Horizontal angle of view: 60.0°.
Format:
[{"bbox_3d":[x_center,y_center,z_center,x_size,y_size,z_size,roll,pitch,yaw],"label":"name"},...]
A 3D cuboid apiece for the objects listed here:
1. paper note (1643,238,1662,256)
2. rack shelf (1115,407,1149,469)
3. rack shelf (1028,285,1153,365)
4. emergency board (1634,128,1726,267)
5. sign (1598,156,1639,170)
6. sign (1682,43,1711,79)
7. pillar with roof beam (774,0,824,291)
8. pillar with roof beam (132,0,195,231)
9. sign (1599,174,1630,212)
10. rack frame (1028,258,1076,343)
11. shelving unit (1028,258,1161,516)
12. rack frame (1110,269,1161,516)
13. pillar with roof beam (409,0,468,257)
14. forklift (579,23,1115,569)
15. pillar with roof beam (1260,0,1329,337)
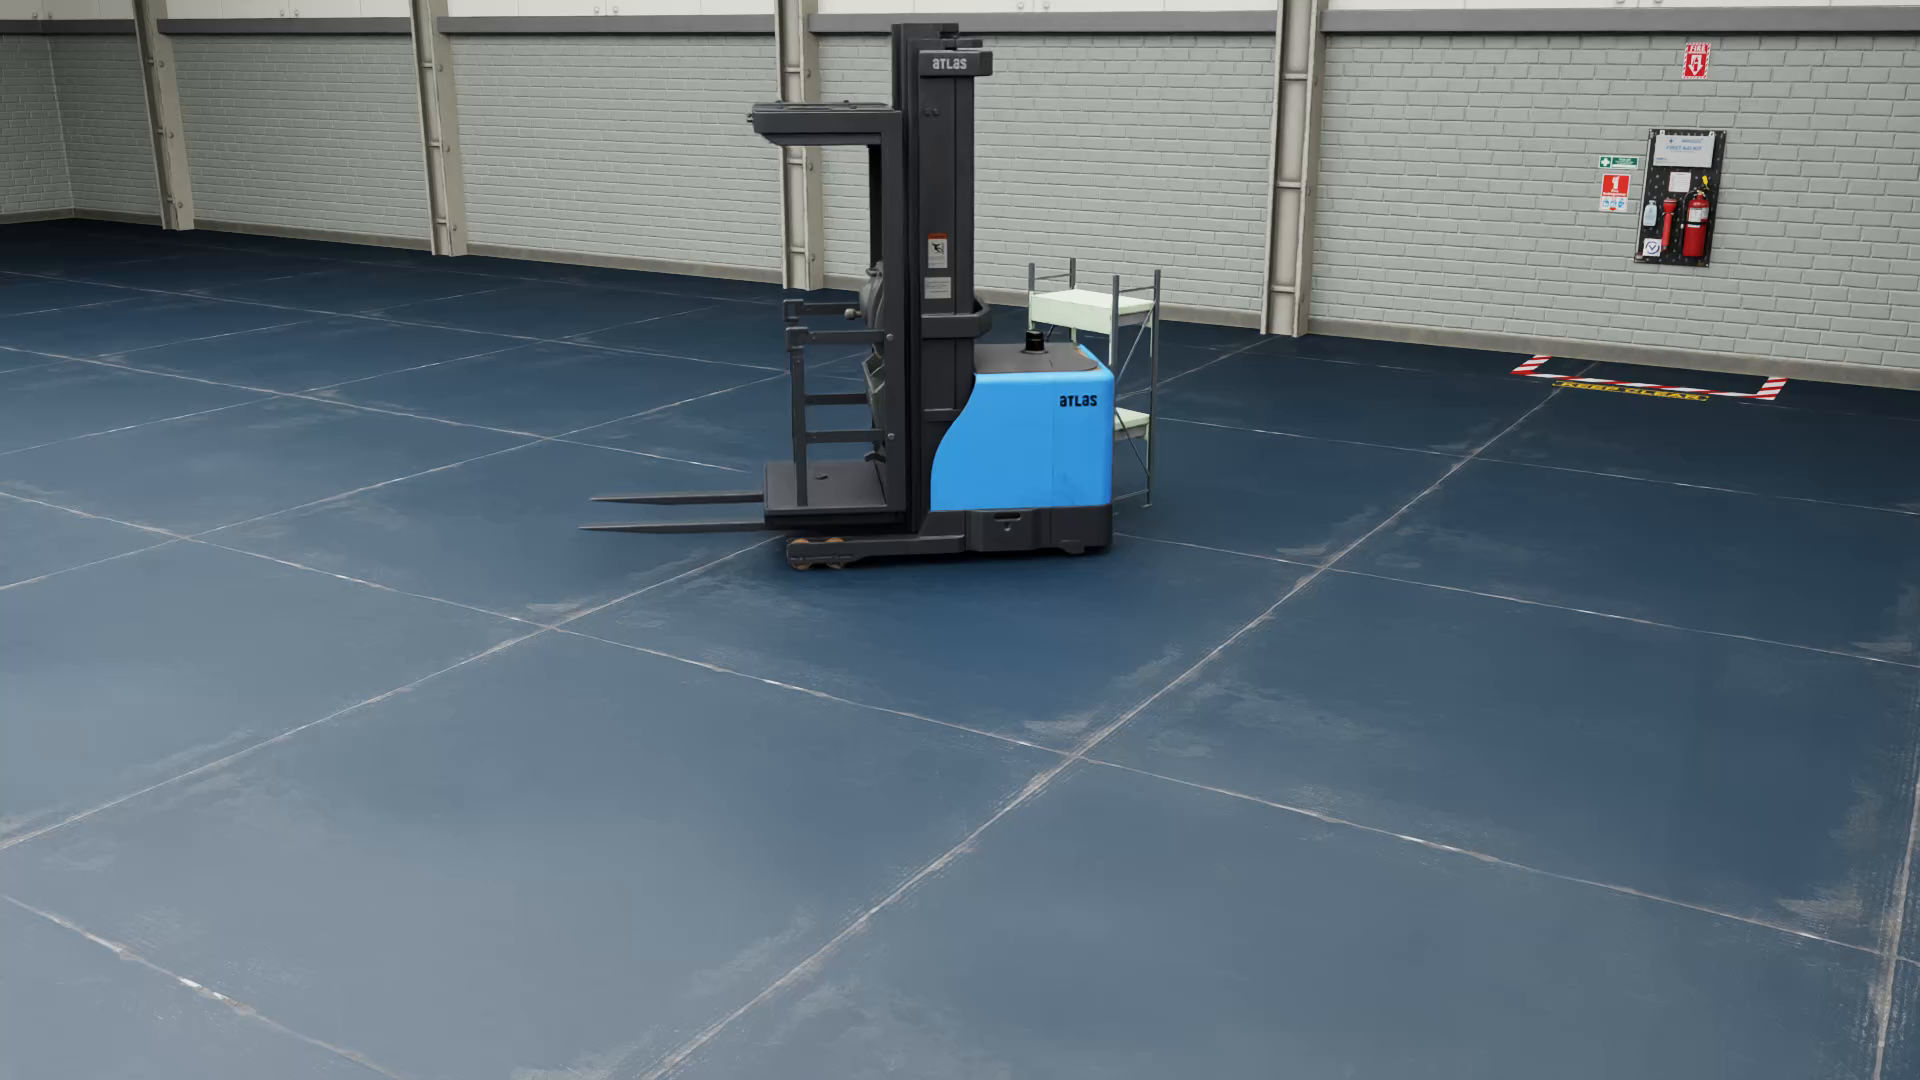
[{"bbox_3d":[6.172,-2.609,14.825,0.142,0.148,0.016,10,20,30],"label":"paper note"},{"bbox_3d":[0.830,-0.669,10.624,0.431,0.370,0.720,-14,22,-39],"label":"rack shelf"},{"bbox_3d":[0.830,-1.354,10.416,0.431,0.370,0.720,-14,22,-39],"label":"rack shelf"},{"bbox_3d":[6.287,-2.986,14.552,0.643,1.169,0.194,10,20,30],"label":"emergency board"},{"bbox_3d":[5.869,-3.364,14.821,0.331,0.109,0.001,10,20,30],"label":"sign"},{"bbox_3d":[6.332,-4.122,14.300,0.199,0.298,0.001,10,20,30],"label":"sign"},{"bbox_3d":[-4.106,-6.231,14.910,0.400,9.000,9.100,10,20,30],"label":"pillar with roof beam"},{"bbox_3d":[-14.331,-8.056,20.919,0.400,9.000,9.100,10,20,30],"label":"pillar with roof beam"},{"bbox_3d":[5.869,-3.113,14.908,0.234,0.329,0.001,10,20,30],"label":"sign"},{"bbox_3d":[0.588,-1.061,10.793,0.400,1.500,0.023,-14,22,-39],"label":"rack frame"},{"bbox_3d":[0.830,-0.981,10.529,0.431,1.500,0.755,-14,22,-39],"label":"shelving unit"},{"bbox_3d":[1.071,-0.901,10.266,0.400,1.500,0.023,-14,22,-39],"label":"rack frame"},{"bbox_3d":[-9.219,-7.143,17.915,0.400,9.000,9.100,10,20,30],"label":"pillar with roof beam"},{"bbox_3d":[-0.673,-1.401,9.451,3.031,2.935,1.130,-2,17,-6],"label":"forklift"},{"bbox_3d":[1.007,-5.318,11.906,0.400,9.000,9.100,10,20,30],"label":"pillar with roof beam"}]
